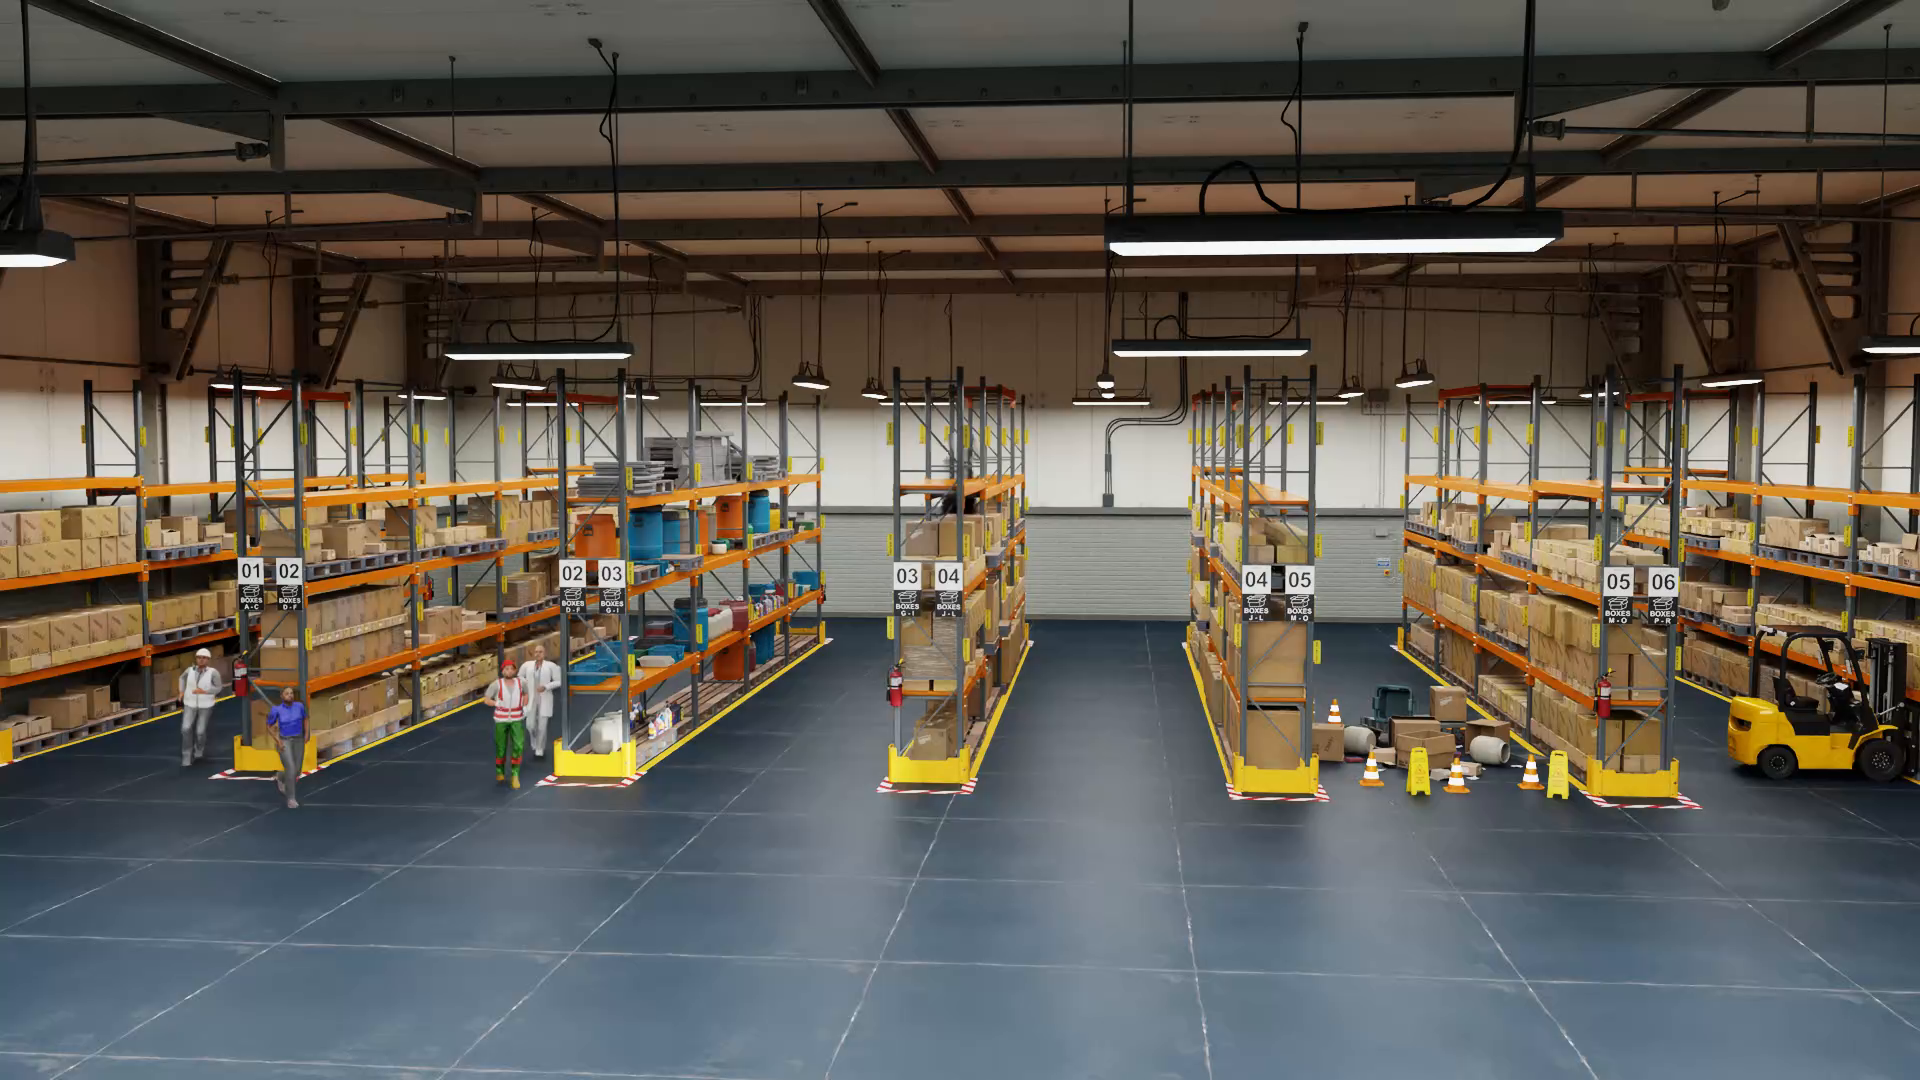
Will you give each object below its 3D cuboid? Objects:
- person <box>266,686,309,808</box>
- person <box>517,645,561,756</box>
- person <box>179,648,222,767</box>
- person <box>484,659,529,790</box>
[{"bbox_3d":[-9.183,2.790,22.654,0.681,1.651,0.554,3,5,44],"label":"person"},{"bbox_3d":[-6.591,2.518,25.972,0.714,1.736,0.616,0,4,-5],"label":"person"},{"bbox_3d":[-11.664,2.569,25.545,0.642,1.822,0.714,-1,4,-17],"label":"person"},{"bbox_3d":[-6.472,2.626,23.809,0.654,1.833,0.671,-1,4,-21],"label":"person"}]
